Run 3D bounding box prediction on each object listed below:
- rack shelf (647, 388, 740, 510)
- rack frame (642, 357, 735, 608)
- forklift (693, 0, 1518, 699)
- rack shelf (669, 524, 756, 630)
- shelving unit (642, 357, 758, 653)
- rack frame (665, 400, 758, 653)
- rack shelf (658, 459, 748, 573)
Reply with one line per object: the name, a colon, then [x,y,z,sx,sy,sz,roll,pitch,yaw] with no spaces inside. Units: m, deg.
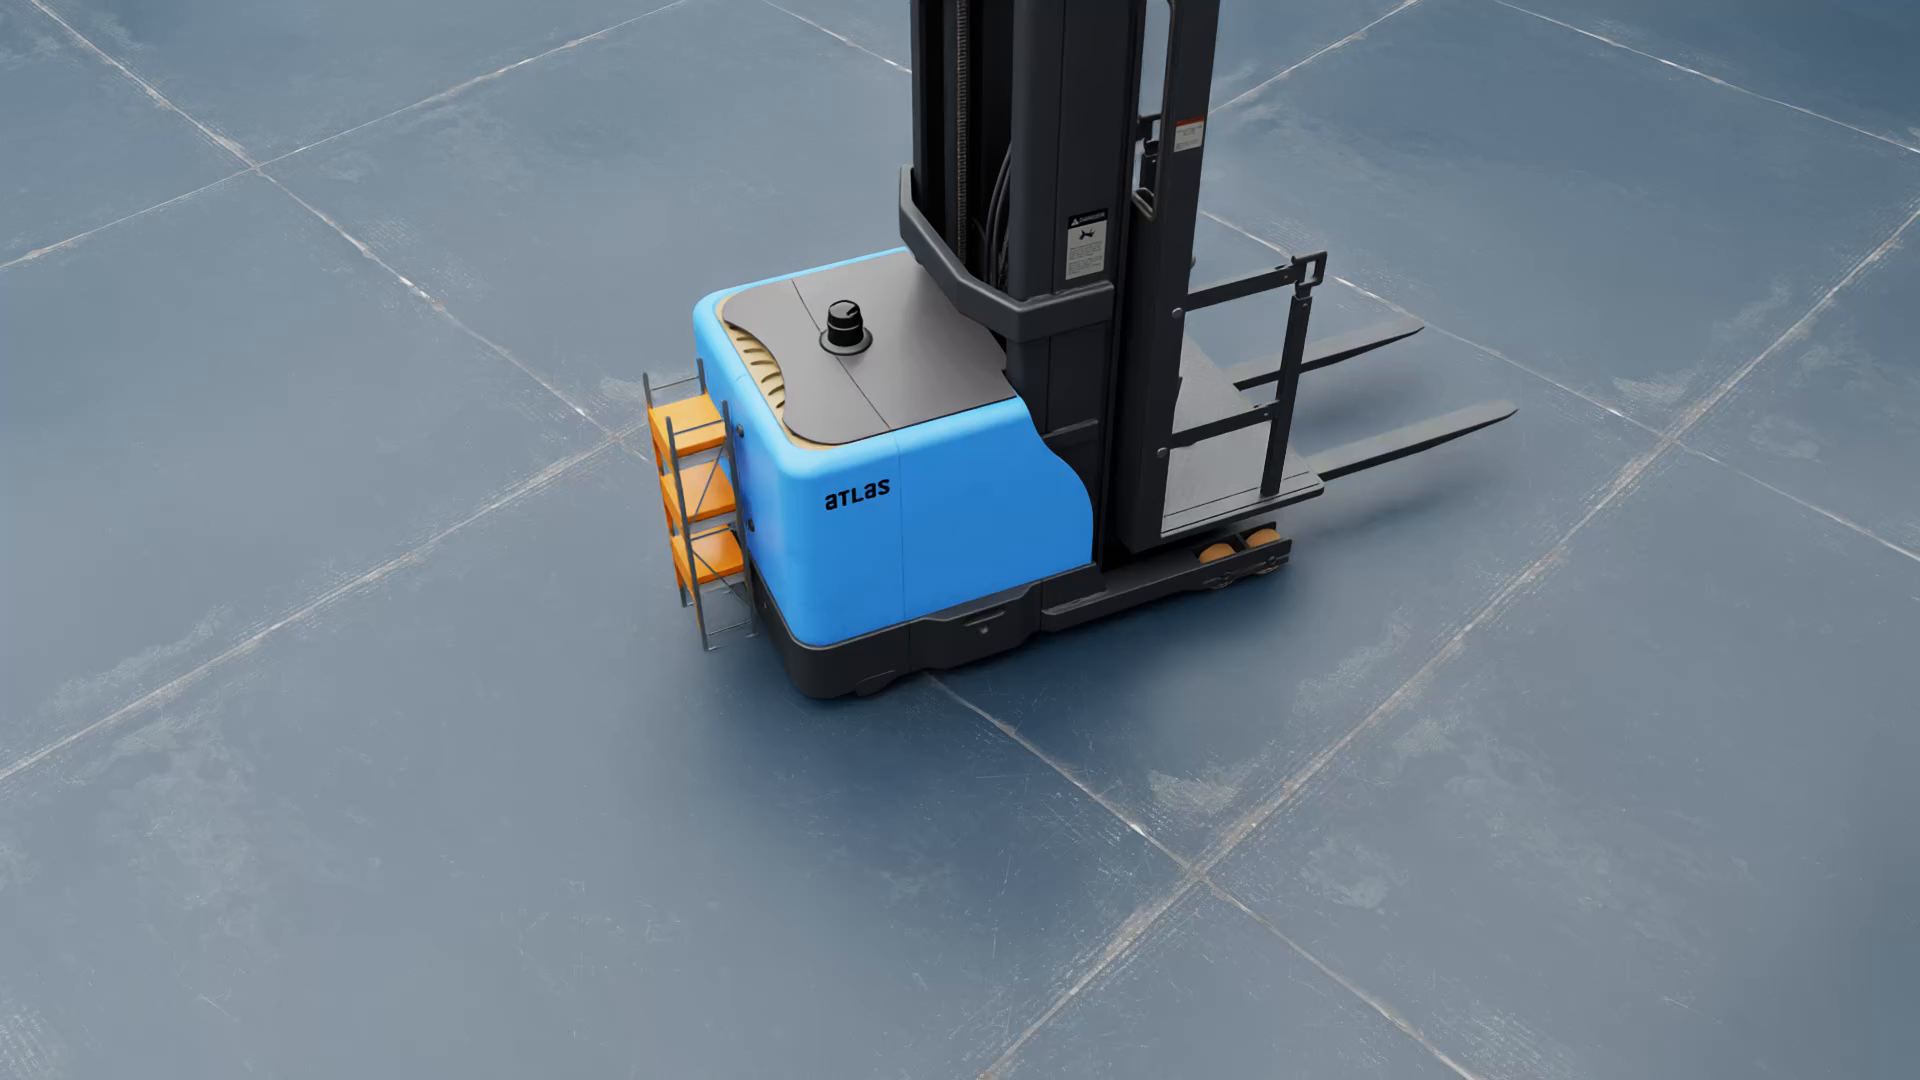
rack shelf: [-0.865,-0.296,5.393,0.215,0.259,0.240,-18,46,-18]
rack frame: [-0.914,-0.172,5.660,0.200,1.050,0.008,-18,46,-18]
forklift: [0.655,-1.211,5.401,3.031,2.935,1.130,-17,45,-17]
rack shelf: [-0.859,0.115,5.776,0.215,0.259,0.240,-18,46,-18]
shelving unit: [-0.862,-0.097,5.579,0.215,1.050,0.252,-18,46,-18]
rack frame: [-0.811,-0.021,5.498,0.200,1.050,0.008,-18,46,-18]
rack shelf: [-0.862,-0.089,5.586,0.215,0.259,0.240,-18,46,-18]
